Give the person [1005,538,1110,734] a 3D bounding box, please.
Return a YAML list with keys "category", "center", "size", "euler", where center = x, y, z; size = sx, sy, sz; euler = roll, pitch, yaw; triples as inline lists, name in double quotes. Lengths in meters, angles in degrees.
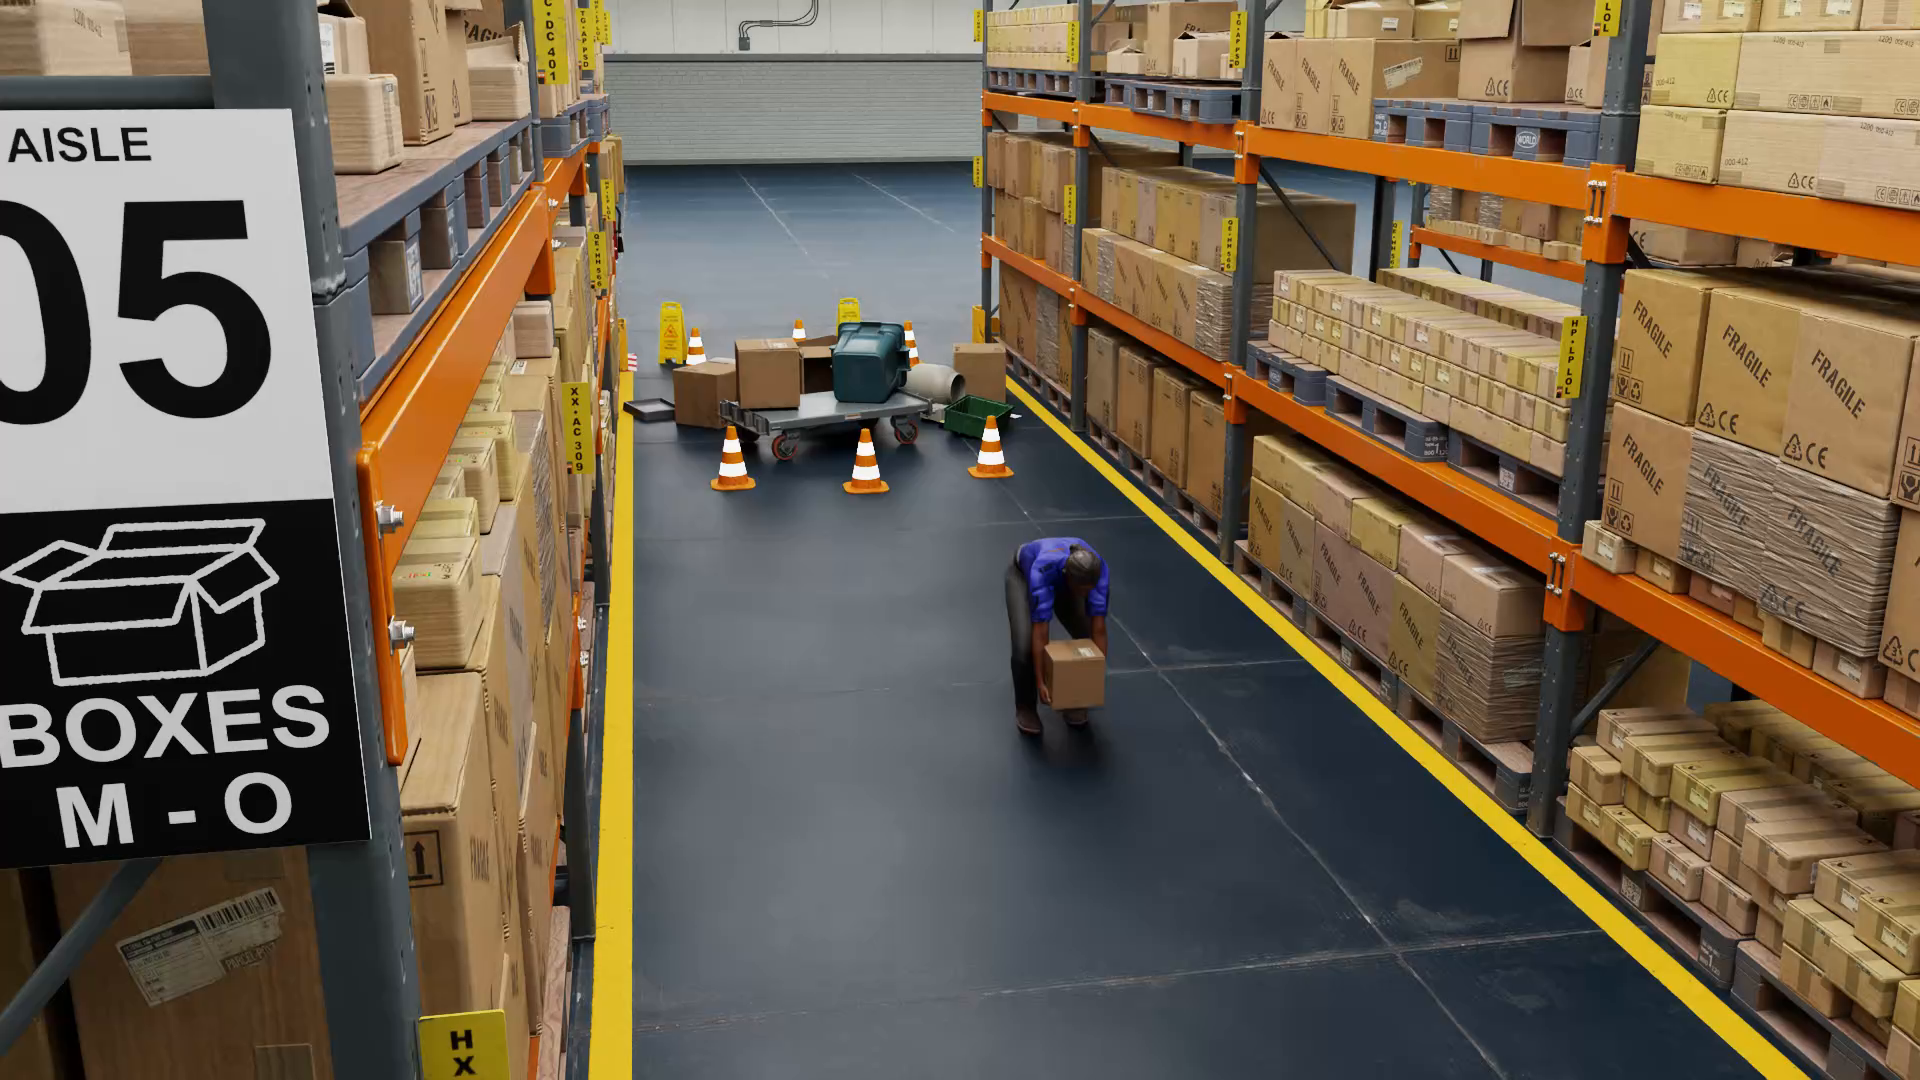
- category: "person"
  center: [0.485, 0.451, 8.107]
  size: [0.452, 1.046, 0.858]
  euler: [-4, 17, -13]
